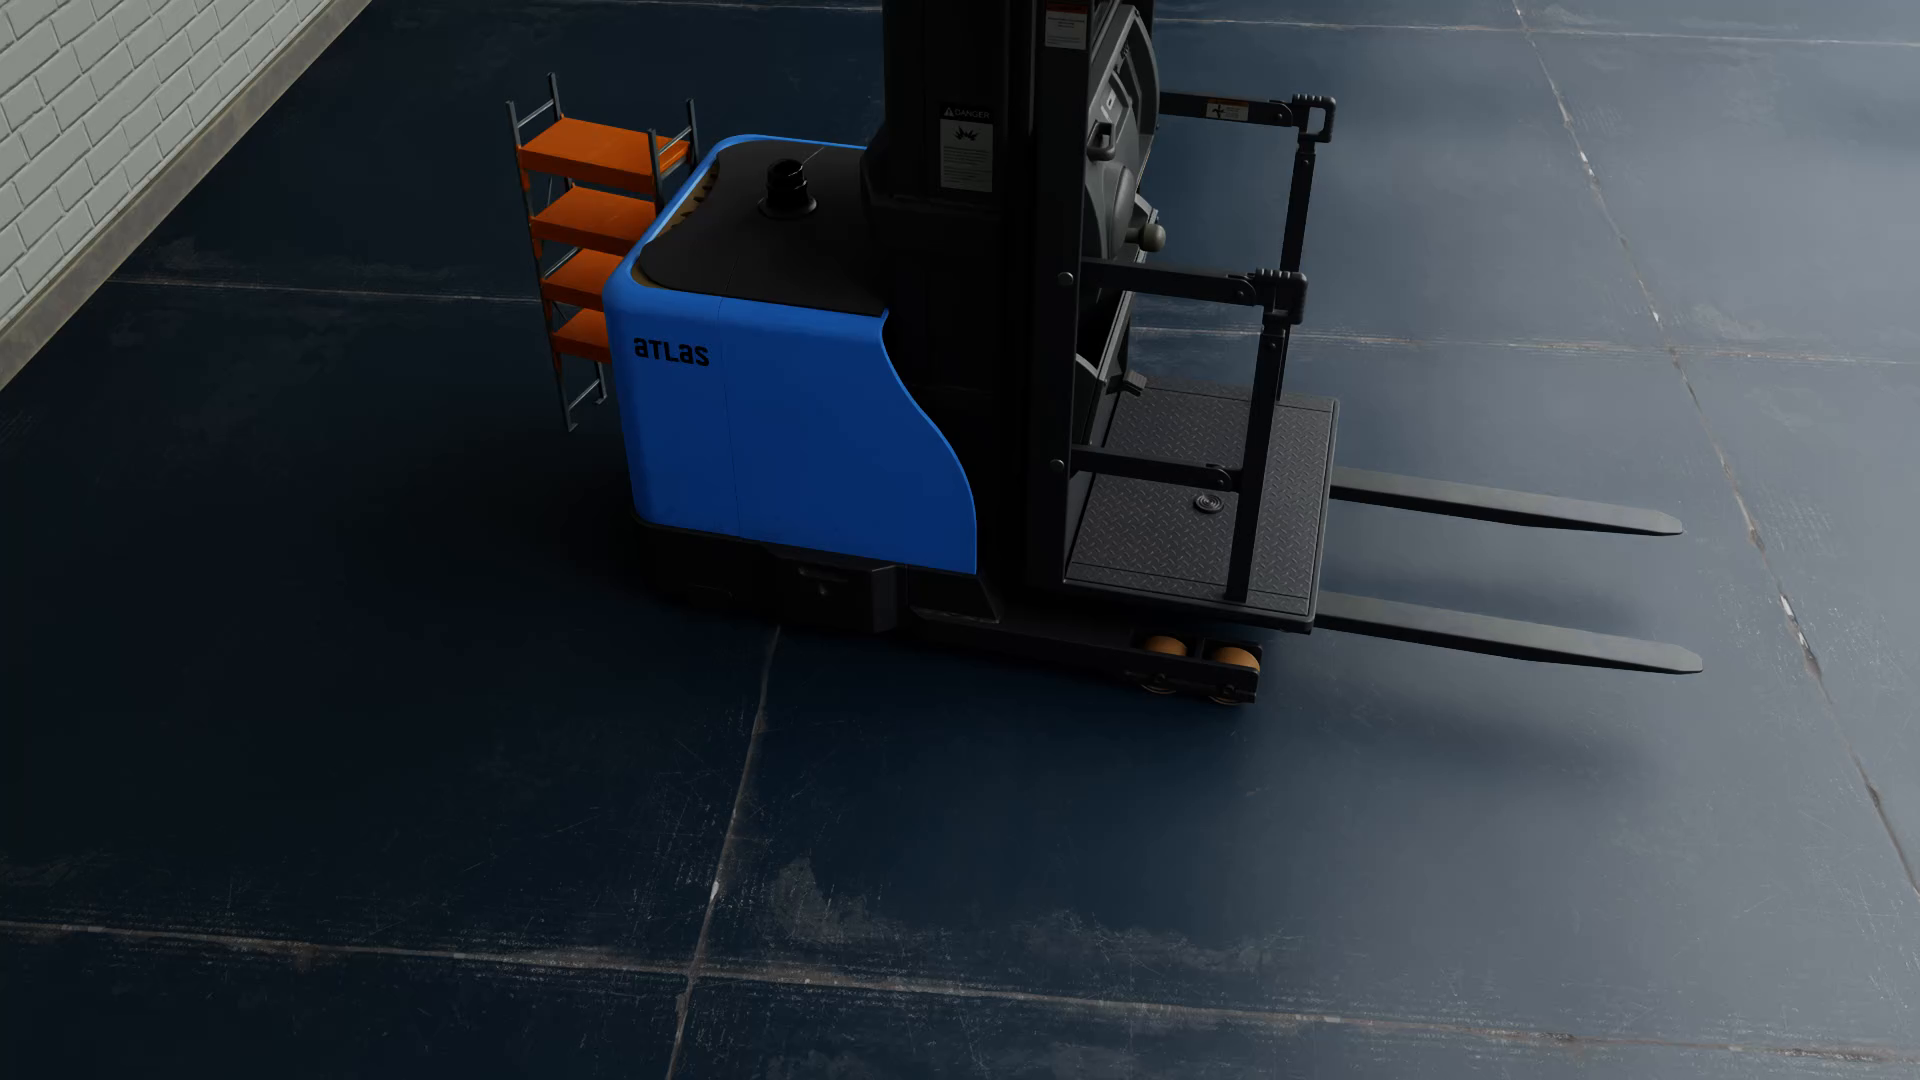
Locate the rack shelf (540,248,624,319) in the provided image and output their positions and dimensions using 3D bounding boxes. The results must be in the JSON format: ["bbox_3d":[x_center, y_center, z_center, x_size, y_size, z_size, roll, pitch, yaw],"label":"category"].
[{"bbox_3d":[-1.075,-0.791,5.377,0.480,0.148,0.258,15,41,18],"label":"rack shelf"}]

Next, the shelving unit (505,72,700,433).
[{"bbox_3d":[-1.075,-0.843,5.335,0.503,1.200,0.258,15,41,18],"label":"shelving unit"}]

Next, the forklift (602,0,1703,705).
[{"bbox_3d":[0.605,-1.043,4.210,3.031,2.935,1.130,9,40,11],"label":"forklift"}]

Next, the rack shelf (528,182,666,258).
[{"bbox_3d":[-1.075,-0.964,5.236,0.480,0.148,0.258,15,41,18],"label":"rack shelf"}]

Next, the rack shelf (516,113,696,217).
[{"bbox_3d":[-1.075,-1.148,5.087,0.480,0.148,0.258,15,41,18],"label":"rack shelf"}]

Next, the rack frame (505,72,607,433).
[{"bbox_3d":[-1.300,-0.903,5.408,0.015,1.200,0.240,15,41,18],"label":"rack frame"}]

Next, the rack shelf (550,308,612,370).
[{"bbox_3d":[-1.075,-0.637,5.503,0.480,0.148,0.258,15,41,18],"label":"rack shelf"}]

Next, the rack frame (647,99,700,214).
[{"bbox_3d":[-0.850,-0.783,5.262,0.015,1.200,0.240,15,41,18],"label":"rack frame"}]
